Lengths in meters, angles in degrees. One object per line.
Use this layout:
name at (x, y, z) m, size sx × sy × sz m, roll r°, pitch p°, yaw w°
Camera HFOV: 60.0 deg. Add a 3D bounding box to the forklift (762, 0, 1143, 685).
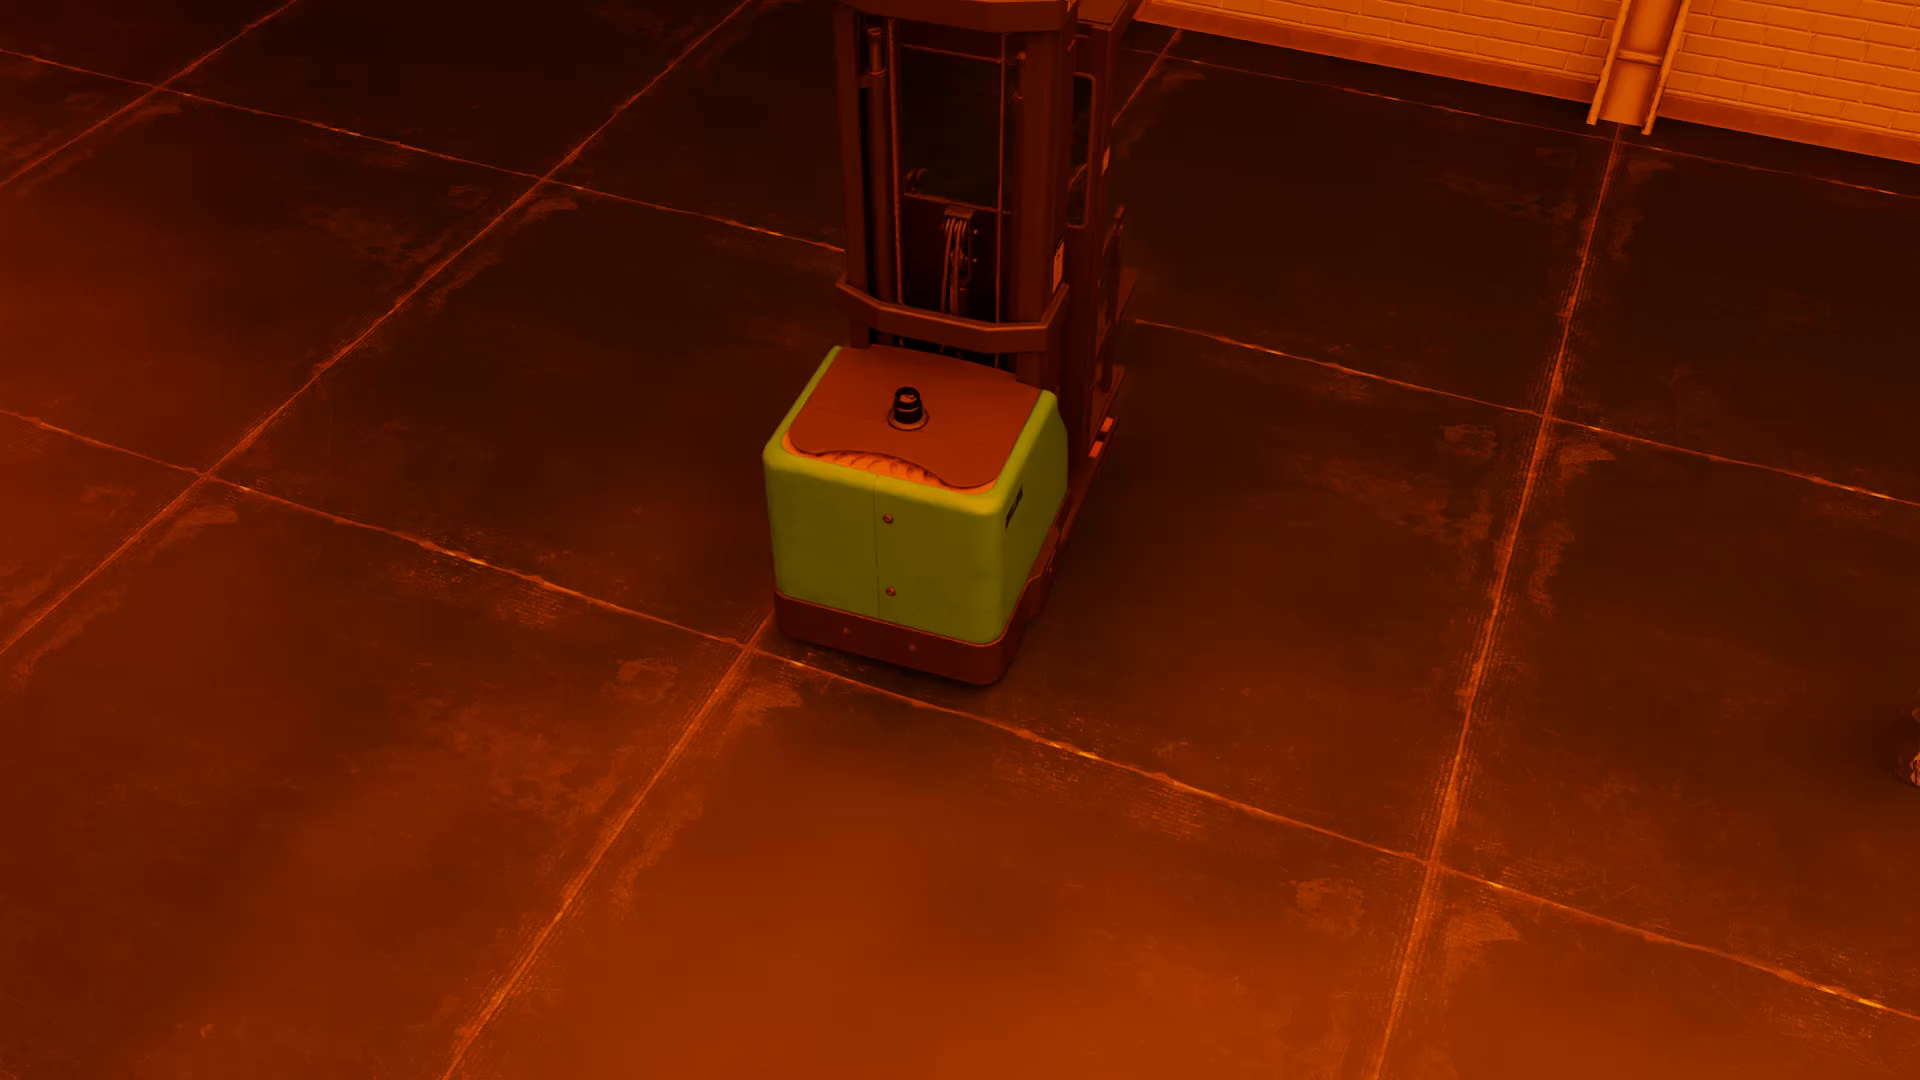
forklift at (0.154, -1.477, 7.249) m, size 1.130 × 2.935 × 3.031 m, roll 13°, pitch 45°, yaw 14°
